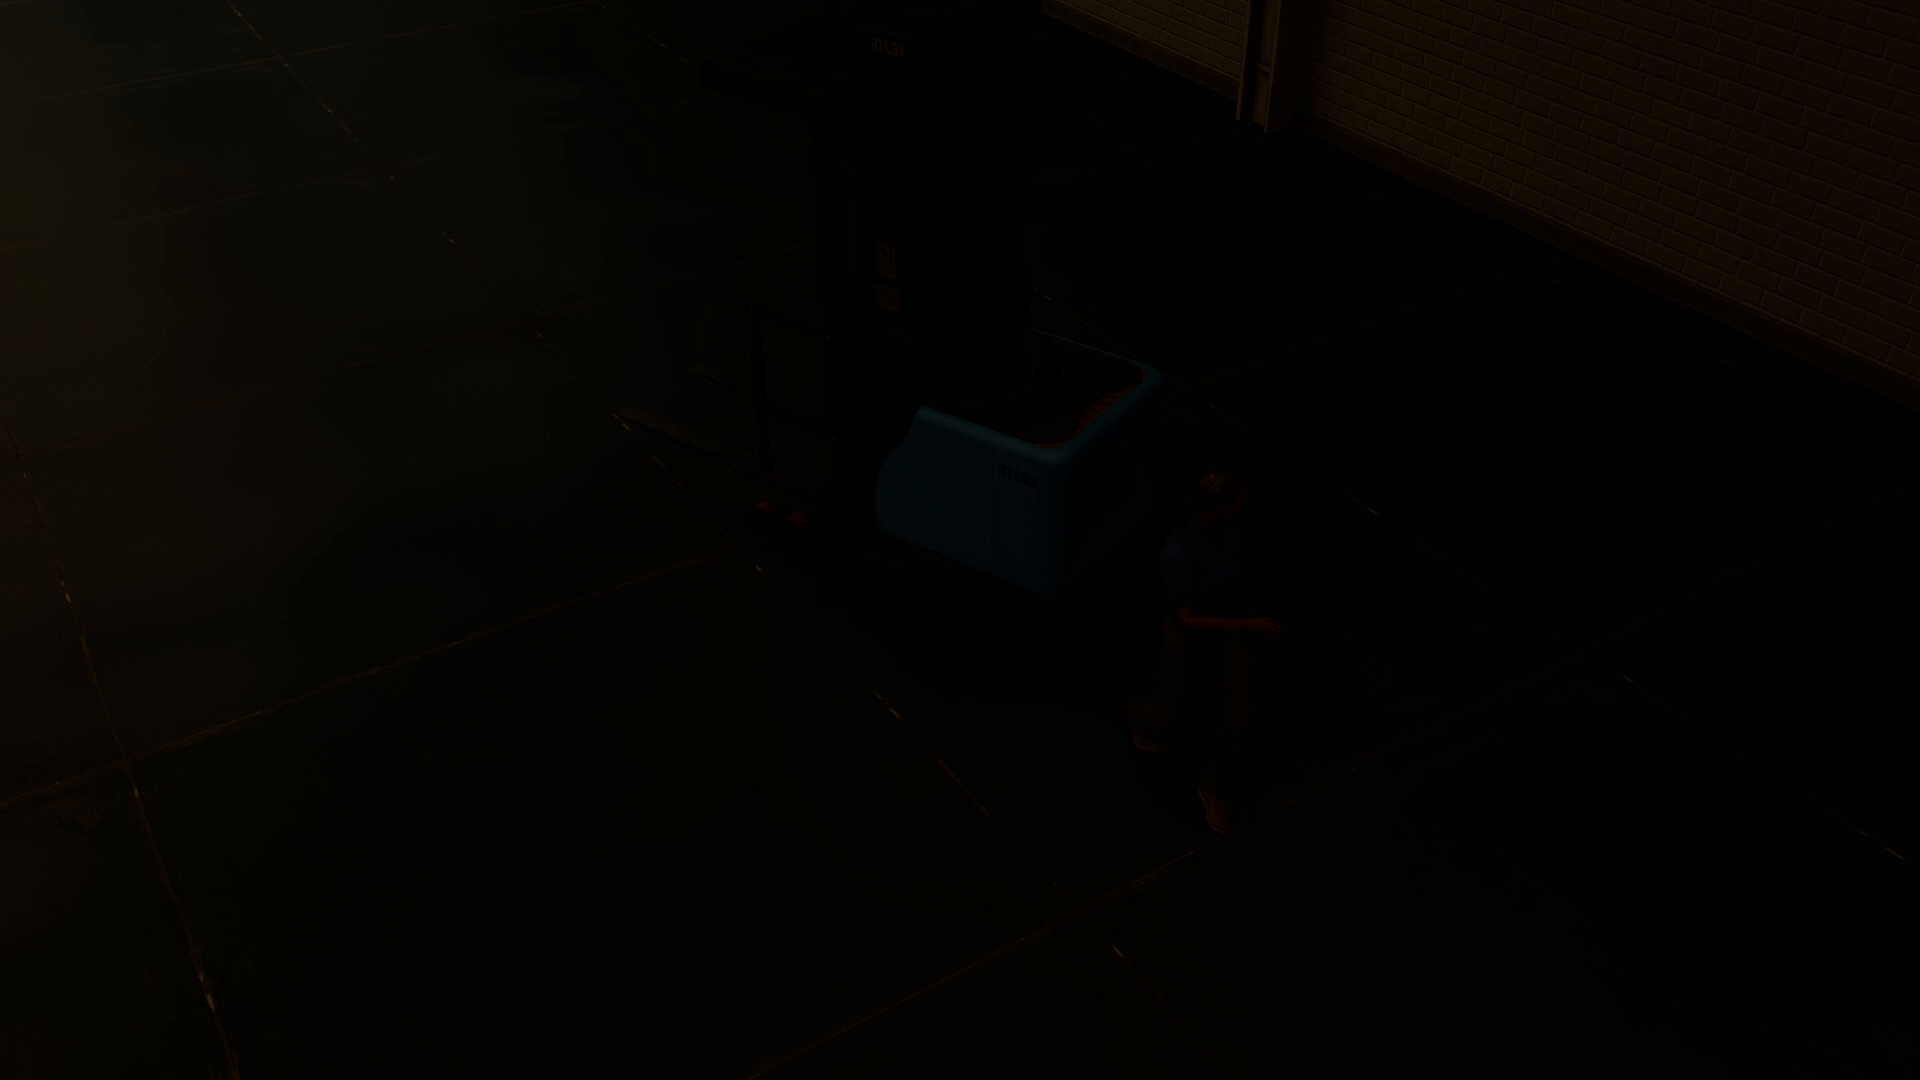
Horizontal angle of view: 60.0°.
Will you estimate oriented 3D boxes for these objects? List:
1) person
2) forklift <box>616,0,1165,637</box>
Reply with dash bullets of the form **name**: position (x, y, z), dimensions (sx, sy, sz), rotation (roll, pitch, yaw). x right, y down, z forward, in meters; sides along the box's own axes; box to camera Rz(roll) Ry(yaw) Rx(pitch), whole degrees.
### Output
- **person**: position (1.002, 0.376, 6.811), dimensions (0.503, 1.577, 0.783), rotation (-14, 37, -19)
- **forklift**: position (-0.500, -1.399, 8.138), dimensions (3.031, 2.935, 1.130), rotation (22, 41, 28)
